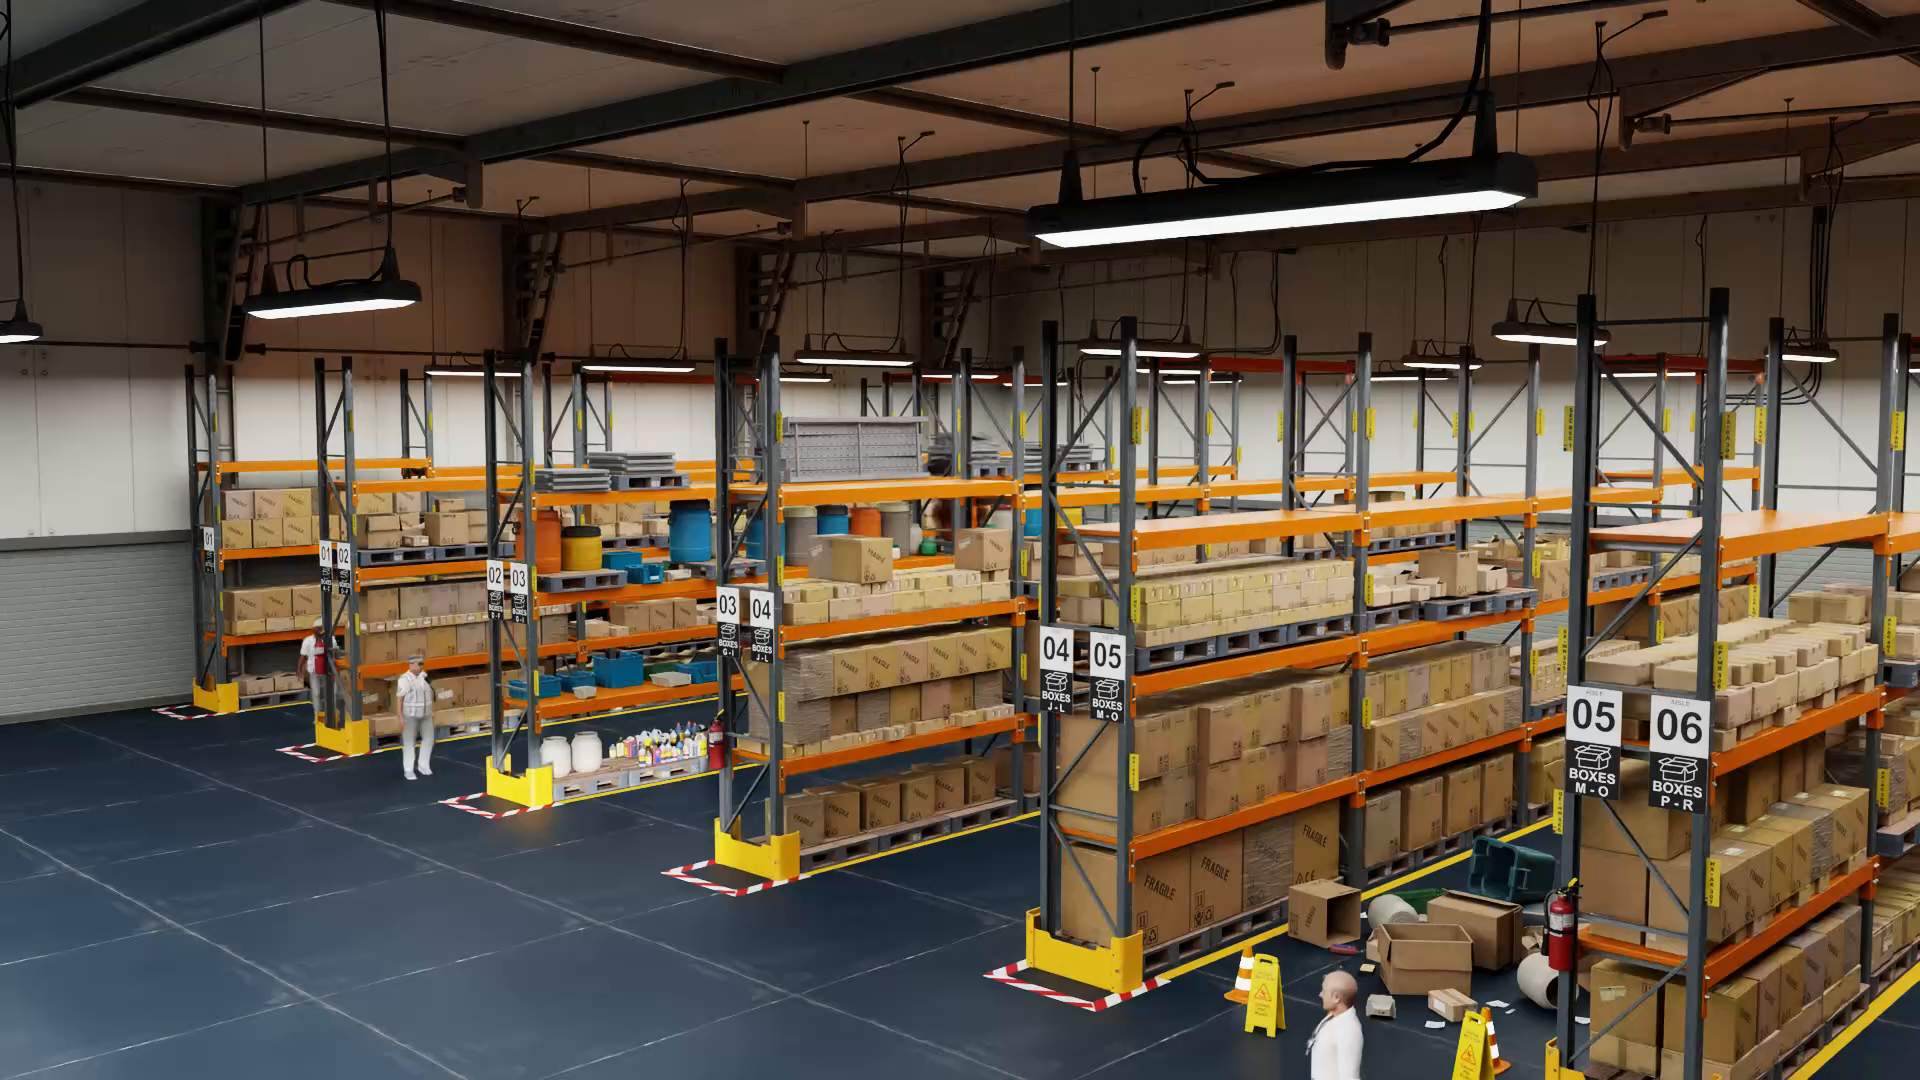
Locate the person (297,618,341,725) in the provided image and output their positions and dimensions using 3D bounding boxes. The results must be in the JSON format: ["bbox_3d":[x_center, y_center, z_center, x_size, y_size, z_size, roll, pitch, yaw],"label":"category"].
[{"bbox_3d":[-10.640,2.182,27.593,0.685,1.766,0.385,-2,5,-25],"label":"person"}]

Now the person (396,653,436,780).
[{"bbox_3d":[-7.730,2.524,23.597,0.401,1.853,0.636,3,5,34],"label":"person"}]

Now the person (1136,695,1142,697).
[{"bbox_3d":[2.223,2.668,21.550,0.544,1.721,0.637,-1,4,-13],"label":"person"}]

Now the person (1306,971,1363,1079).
[{"bbox_3d":[2.227,3.520,10.027,0.393,1.820,0.665,1,4,13],"label":"person"}]
